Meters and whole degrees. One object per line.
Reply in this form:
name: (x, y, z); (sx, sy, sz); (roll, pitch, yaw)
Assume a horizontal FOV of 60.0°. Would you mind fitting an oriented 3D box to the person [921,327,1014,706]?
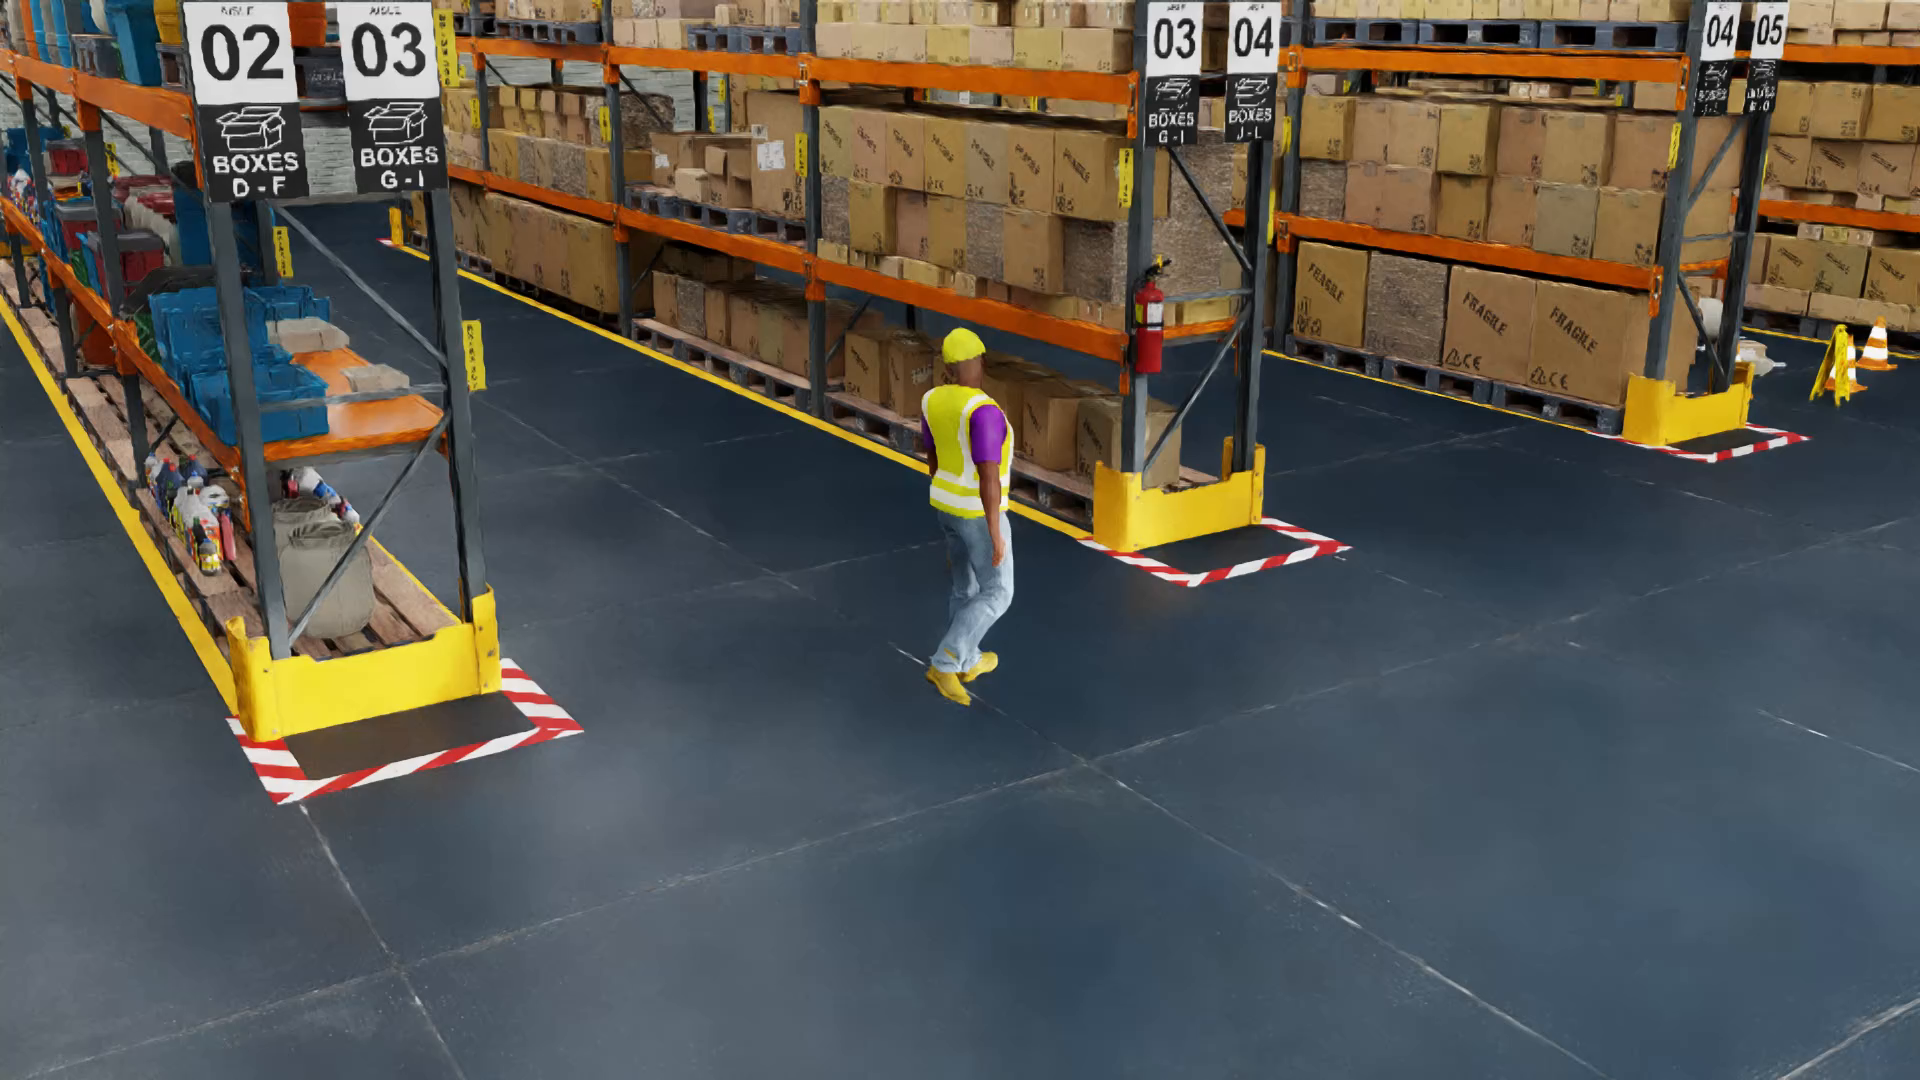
person: (0.032, -0.105, 7.849); (0.630, 1.765, 0.750); (-11, 21, -31)
